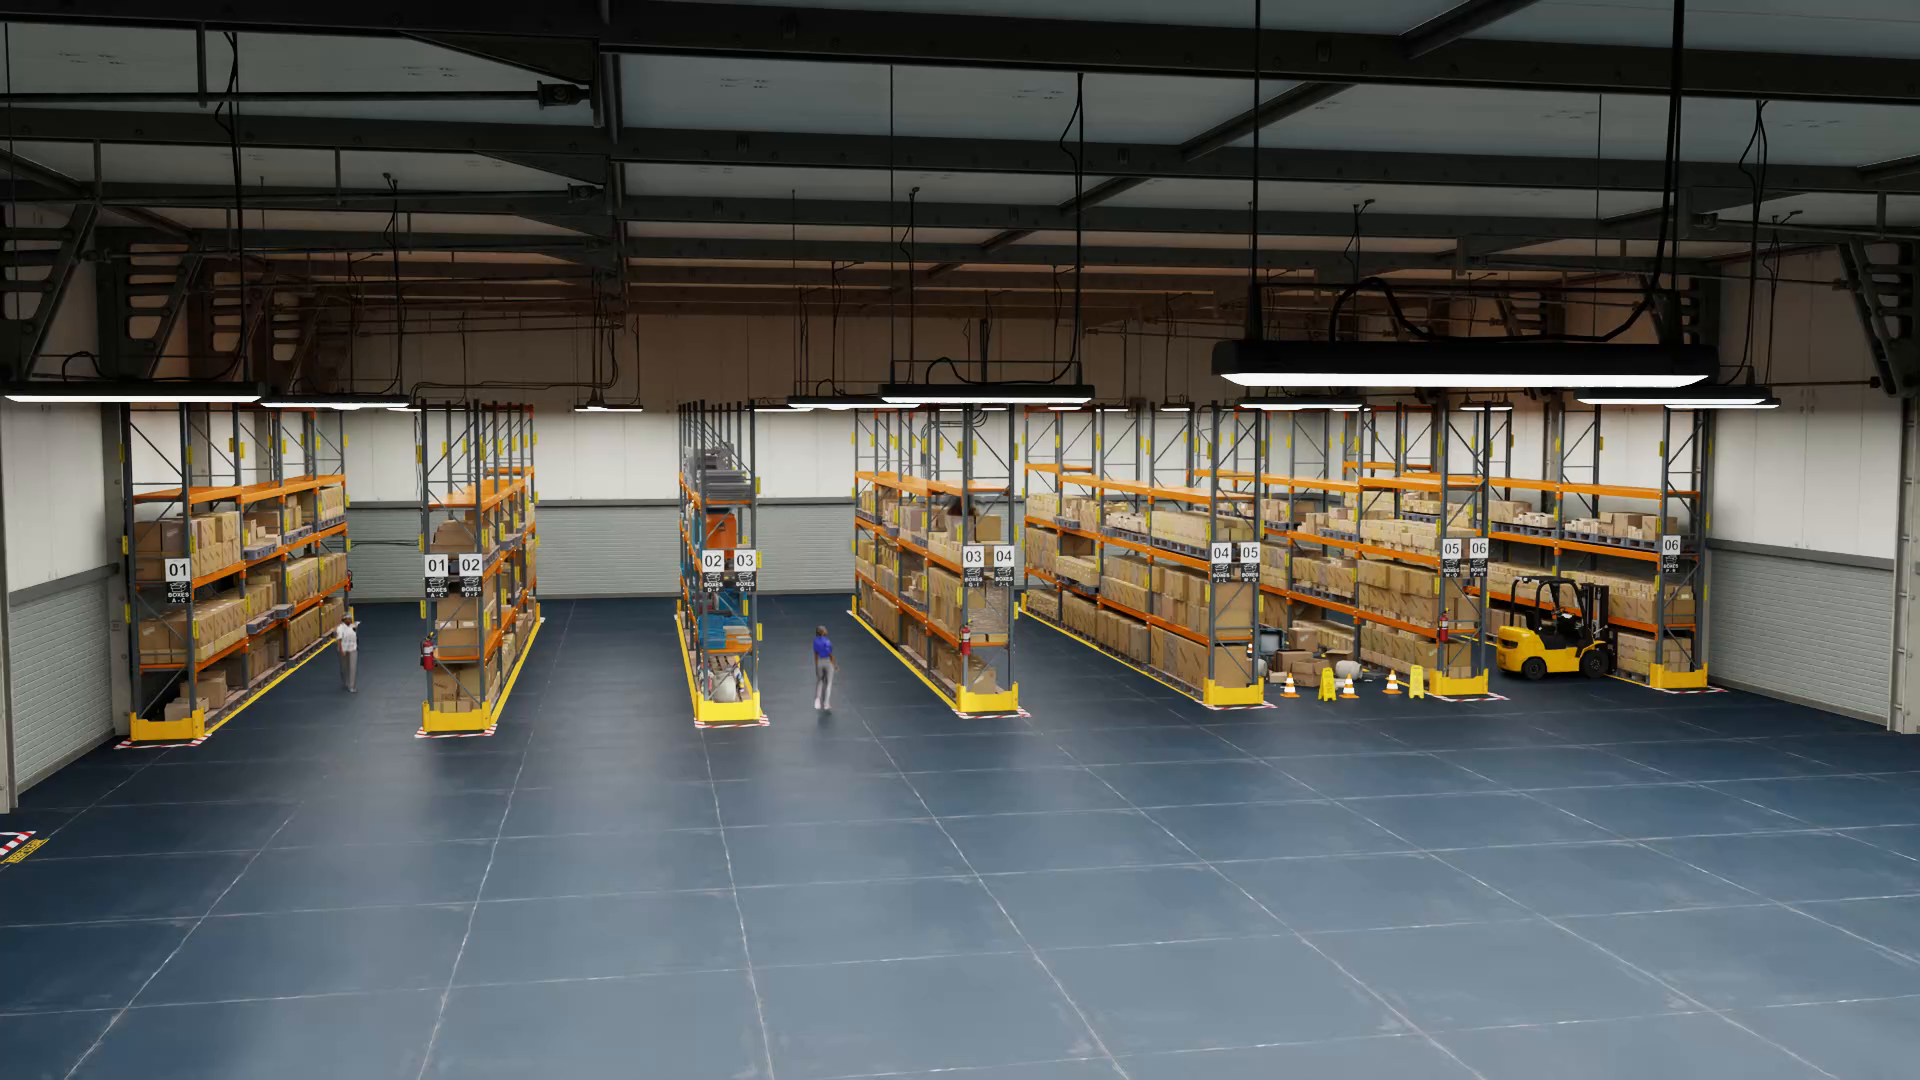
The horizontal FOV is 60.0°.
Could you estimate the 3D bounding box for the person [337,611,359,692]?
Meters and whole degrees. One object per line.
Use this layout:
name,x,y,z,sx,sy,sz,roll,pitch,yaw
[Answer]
person,-12.694,2.301,34.501,0.423,1.645,0.964,-1,5,-18

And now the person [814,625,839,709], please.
person,-2.597,2.465,32.230,0.488,1.646,0.427,1,5,19
